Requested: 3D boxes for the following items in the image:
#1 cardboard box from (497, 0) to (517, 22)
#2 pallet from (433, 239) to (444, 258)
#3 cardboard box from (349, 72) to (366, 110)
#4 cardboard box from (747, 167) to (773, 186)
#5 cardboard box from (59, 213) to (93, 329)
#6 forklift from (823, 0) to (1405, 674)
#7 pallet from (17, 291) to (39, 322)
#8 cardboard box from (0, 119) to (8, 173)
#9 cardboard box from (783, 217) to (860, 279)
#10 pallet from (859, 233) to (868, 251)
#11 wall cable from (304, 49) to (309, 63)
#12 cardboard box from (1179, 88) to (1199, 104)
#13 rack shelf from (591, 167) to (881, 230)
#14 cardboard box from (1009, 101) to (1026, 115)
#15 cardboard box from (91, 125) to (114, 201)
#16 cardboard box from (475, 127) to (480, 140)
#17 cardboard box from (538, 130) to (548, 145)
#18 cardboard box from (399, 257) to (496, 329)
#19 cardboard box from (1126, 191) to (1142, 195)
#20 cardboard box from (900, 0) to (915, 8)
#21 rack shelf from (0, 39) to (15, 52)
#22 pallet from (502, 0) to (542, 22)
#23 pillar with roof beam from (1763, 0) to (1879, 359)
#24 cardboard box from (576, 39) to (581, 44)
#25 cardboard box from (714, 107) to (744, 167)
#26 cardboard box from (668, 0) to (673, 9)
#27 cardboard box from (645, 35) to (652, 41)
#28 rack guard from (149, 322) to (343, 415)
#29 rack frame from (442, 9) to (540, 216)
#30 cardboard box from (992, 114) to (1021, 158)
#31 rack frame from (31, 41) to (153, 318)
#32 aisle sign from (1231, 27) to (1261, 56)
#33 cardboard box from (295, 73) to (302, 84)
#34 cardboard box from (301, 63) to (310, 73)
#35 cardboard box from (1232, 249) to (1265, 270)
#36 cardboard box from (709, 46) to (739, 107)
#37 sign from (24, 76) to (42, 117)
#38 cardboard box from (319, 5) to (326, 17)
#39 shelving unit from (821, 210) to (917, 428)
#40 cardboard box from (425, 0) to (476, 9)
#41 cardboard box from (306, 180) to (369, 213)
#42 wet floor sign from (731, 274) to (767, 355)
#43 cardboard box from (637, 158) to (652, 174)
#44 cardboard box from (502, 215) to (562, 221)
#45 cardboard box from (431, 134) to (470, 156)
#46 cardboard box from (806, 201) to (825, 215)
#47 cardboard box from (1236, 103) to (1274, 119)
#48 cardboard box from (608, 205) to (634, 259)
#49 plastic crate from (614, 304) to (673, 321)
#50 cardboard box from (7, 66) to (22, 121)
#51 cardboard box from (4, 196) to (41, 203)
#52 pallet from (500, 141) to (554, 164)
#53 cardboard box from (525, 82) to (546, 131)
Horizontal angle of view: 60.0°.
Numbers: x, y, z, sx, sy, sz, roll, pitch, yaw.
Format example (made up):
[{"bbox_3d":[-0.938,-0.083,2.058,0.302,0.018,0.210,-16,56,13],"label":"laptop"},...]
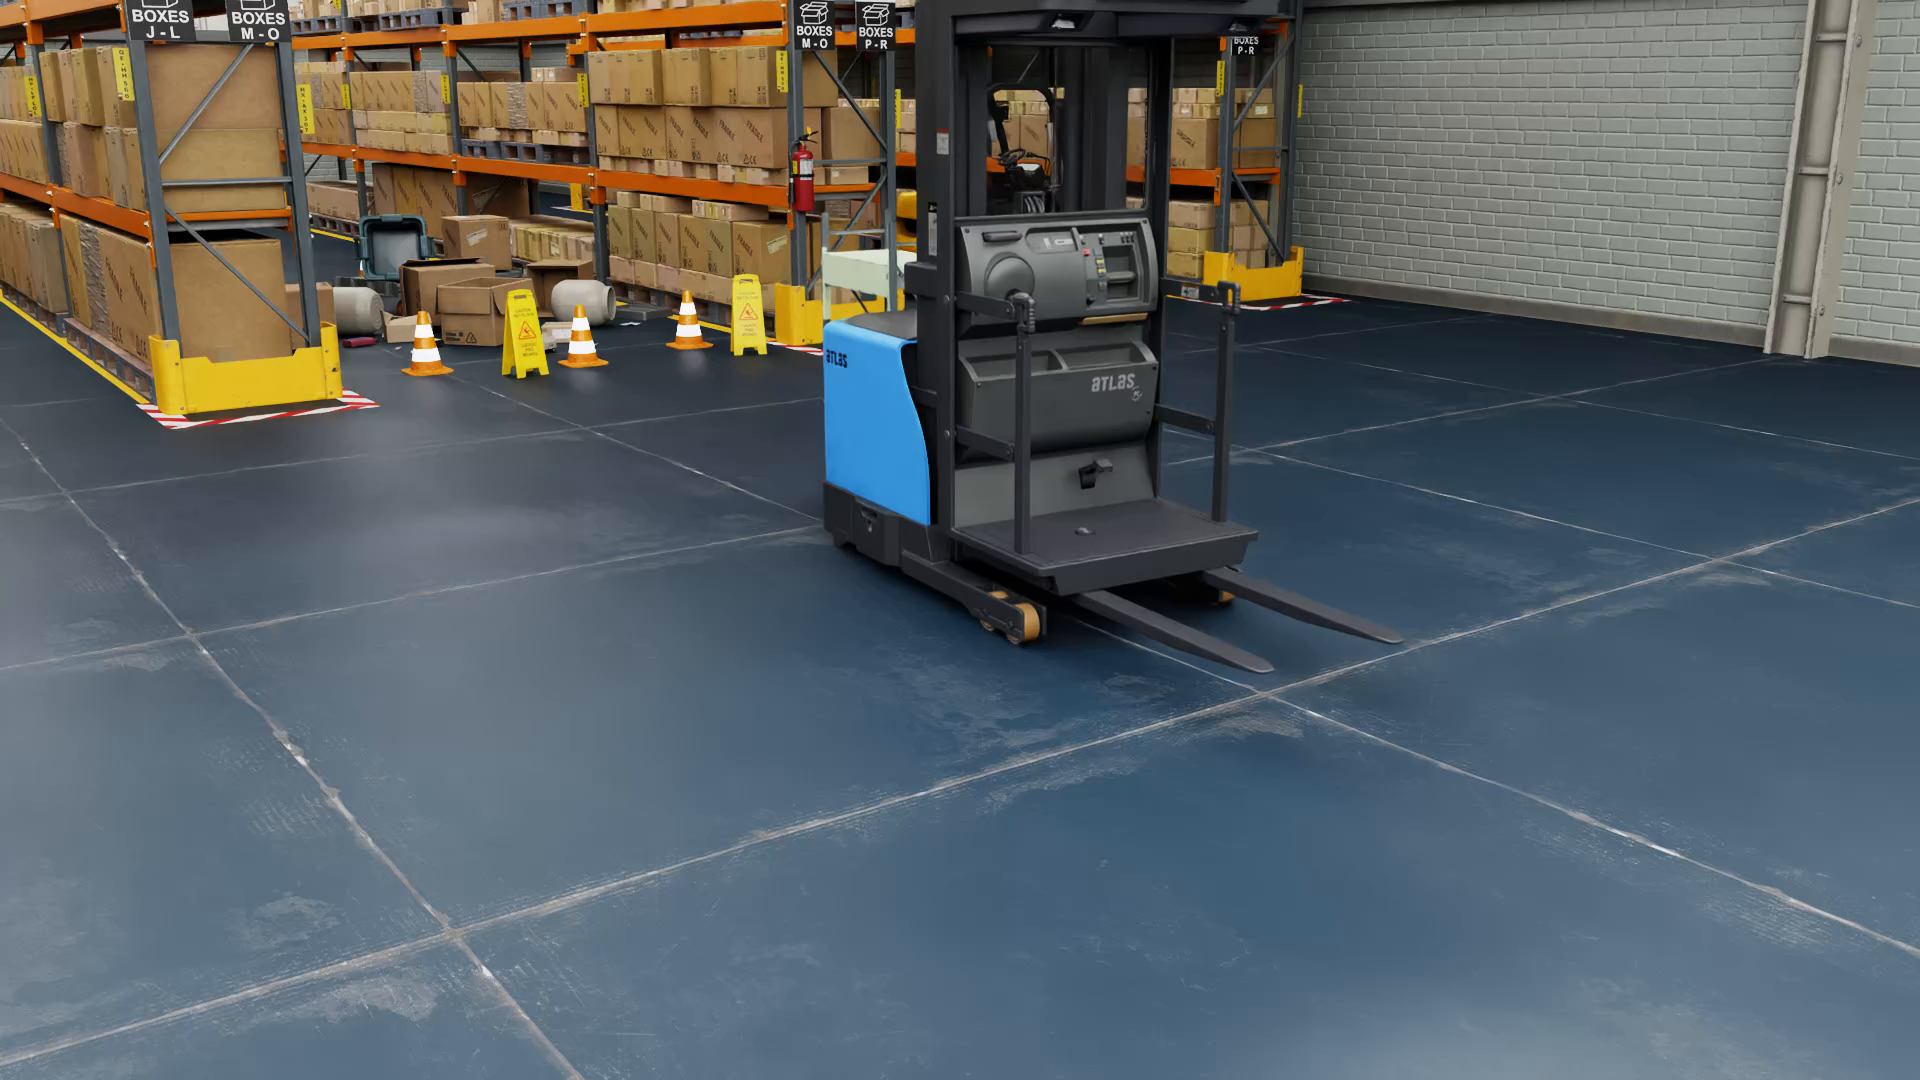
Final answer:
[{"bbox_3d":[-4.775,-6.081,18.734,0.797,0.503,0.637,-11,19,-35],"label":"cardboard box"},{"bbox_3d":[-6.097,-3.741,21.344,1.003,0.211,1.213,-11,19,-35],"label":"pallet"},{"bbox_3d":[-8.020,-6.152,22.787,0.500,0.500,0.500,-11,19,-34],"label":"cardboard box"},{"bbox_3d":[-1.623,-3.160,14.415,0.380,0.149,0.250,-11,19,-35],"label":"cardboard box"},{"bbox_3d":[-6.974,-2.294,14.006,0.875,0.875,0.875,-11,19,-34],"label":"cardboard box"},{"bbox_3d":[0.529,-1.140,6.688,1.130,2.935,3.031,-9,18,-30],"label":"forklift"},{"bbox_3d":[-8.523,-2.330,16.191,1.003,0.211,1.213,-11,19,-35],"label":"pallet"},{"bbox_3d":[-9.292,-3.918,16.520,0.500,0.500,0.500,-11,19,-35],"label":"cardboard box"},{"bbox_3d":[-1.256,-2.656,15.089,0.500,0.500,0.500,-12,19,-36],"label":"cardboard box"},{"bbox_3d":[-1.229,-4.150,22.839,1.003,0.211,1.213,-11,19,-35],"label":"pallet"},{"bbox_3d":[-12.592,-8.527,31.624,0.588,1.984,0.122,-11,19,-35],"label":"wall cable"},{"bbox_3d":[2.471,-4.565,17.091,0.380,0.149,0.250,-11,19,-34],"label":"cardboard box"},{"bbox_3d":[-2.167,-3.277,15.732,1.077,0.370,4.000,-11,19,-35],"label":"rack shelf"},{"bbox_3d":[0.798,-5.020,19.317,0.380,0.149,0.250,-10,18,-33],"label":"cardboard box"},{"bbox_3d":[-6.104,-2.912,12.749,0.875,0.550,0.500,-11,19,-35],"label":"cardboard box"},{"bbox_3d":[-5.515,-4.823,19.697,0.380,0.149,0.250,-12,20,-38],"label":"cardboard box"},{"bbox_3d":[-4.343,-4.362,18.013,0.380,0.149,0.250,-11,19,-34],"label":"cardboard box"},{"bbox_3d":[-4.628,-2.239,15.047,0.797,0.637,0.503,-11,19,-35],"label":"cardboard box"},{"bbox_3d":[2.015,-3.784,18.740,0.500,0.250,0.500,-11,19,-36],"label":"cardboard box"},{"bbox_3d":[-0.404,-6.758,20.587,0.500,0.311,0.500,-12,19,-36],"label":"cardboard box"},{"bbox_3d":[-13.167,-6.497,21.812,1.077,0.370,4.000,-11,19,-35],"label":"rack shelf"},{"bbox_3d":[-4.232,-5.777,18.175,1.213,0.211,1.003,-11,19,-35],"label":"pallet"},{"bbox_3d":[3.387,-5.201,10.034,9.100,9.000,0.400,-11,19,-35],"label":"pillar with roof beam"},{"bbox_3d":[-6.386,-8.607,28.634,0.380,0.149,0.250,-10,18,-33],"label":"cardboard box"},{"bbox_3d":[-1.824,-3.570,14.684,0.500,0.500,0.500,-11,19,-34],"label":"cardboard box"},{"bbox_3d":[-2.450,-4.943,15.246,0.380,0.149,0.250,-11,19,-34],"label":"cardboard box"},{"bbox_3d":[-4.776,-7.999,26.414,0.380,0.149,0.250,-10,18,-33],"label":"cardboard box"},{"bbox_3d":[-4.921,-1.197,11.501,1.175,0.500,0.348,-11,19,-35],"label":"rack guard"},{"bbox_3d":[-5.695,-4.906,20.318,1.000,3.000,0.127,-11,19,-35],"label":"rack frame"},{"bbox_3d":[0.720,-4.736,19.507,0.500,0.500,0.500,-12,19,-36],"label":"cardboard box"},{"bbox_3d":[-7.287,-3.262,14.311,1.000,3.000,0.127,-11,19,-35],"label":"rack frame"},{"bbox_3d":[2.823,-5.163,16.333,0.394,0.787,0.004,-11,19,-35],"label":"aisle sign"},{"bbox_3d":[-9.728,-6.780,25.082,0.500,0.500,0.500,-11,19,-35],"label":"cardboard box"},{"bbox_3d":[-9.536,-7.001,24.661,0.380,0.149,0.250,-11,19,-36],"label":"cardboard box"},{"bbox_3d":[2.891,-2.980,17.696,0.500,0.250,0.500,-11,19,-34],"label":"cardboard box"},{"bbox_3d":[-1.759,-4.056,14.566,0.700,0.500,0.500,-11,19,-34],"label":"cardboard box"},{"bbox_3d":[-7.721,-3.696,13.853,0.100,0.325,0.005,-11,19,-35],"label":"sign"},{"bbox_3d":[-8.836,-7.479,23.530,0.380,0.149,0.250,-10,18,-33],"label":"cardboard box"},{"bbox_3d":[-0.350,-0.896,8.508,0.431,1.500,0.755,-9,18,-30],"label":"shelving unit"},{"bbox_3d":[-6.038,-6.662,20.061,0.797,0.503,0.637,-12,20,-38],"label":"cardboard box"},{"bbox_3d":[-9.930,-5.455,26.384,0.875,0.438,0.875,-12,19,-36],"label":"cardboard box"},{"bbox_3d":[-1.745,-1.855,13.632,0.267,0.644,0.232,-4,16,-15],"label":"wet floor sign"},{"bbox_3d":[-2.928,-3.657,16.232,0.380,0.149,0.250,-10,18,-33],"label":"cardboard box"},{"bbox_3d":[-5.371,-3.719,20.163,0.950,0.372,0.625,-12,20,-38],"label":"cardboard box"},{"bbox_3d":[-6.202,-4.901,20.585,0.500,0.250,0.500,-12,19,-36],"label":"cardboard box"},{"bbox_3d":[-2.104,-4.731,23.618,0.500,0.500,0.500,-10,18,-33],"label":"cardboard box"},{"bbox_3d":[3.032,-4.442,17.207,0.380,0.149,0.250,-11,19,-36],"label":"cardboard box"},{"bbox_3d":[-3.214,-3.122,16.792,0.500,0.500,0.500,-10,18,-32],"label":"cardboard box"},{"bbox_3d":[-3.083,-2.181,15.892,0.583,0.080,0.402,10,18,33],"label":"plastic crate"},{"bbox_3d":[-8.781,-4.332,16.138,0.700,0.500,0.500,-11,19,-35],"label":"cardboard box"},{"bbox_3d":[-10.253,-3.580,17.992,0.500,0.250,0.500,-11,19,-36],"label":"cardboard box"},{"bbox_3d":[-4.498,-4.397,18.822,1.003,0.211,1.213,-11,19,-35],"label":"pallet"},{"bbox_3d":[-4.391,-4.726,18.111,0.500,0.500,0.500,-10,18,-33],"label":"cardboard box"}]
